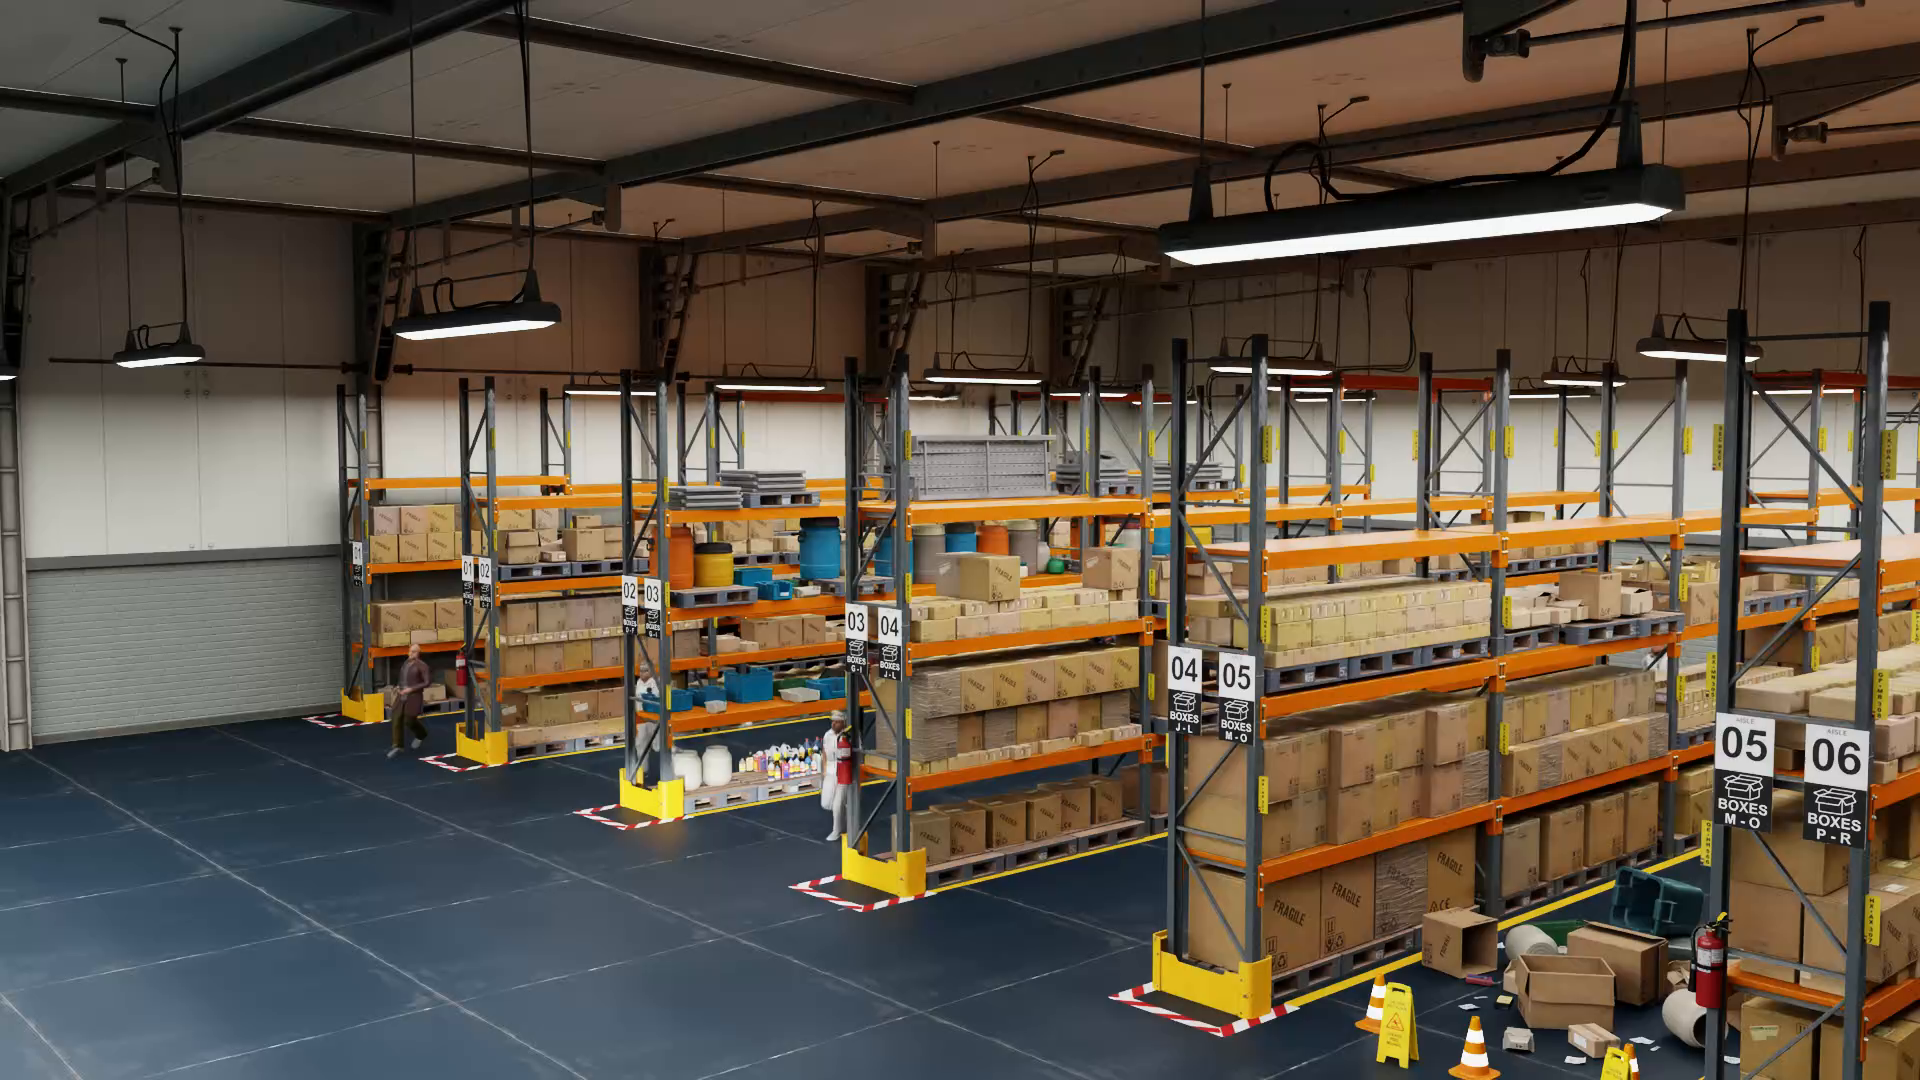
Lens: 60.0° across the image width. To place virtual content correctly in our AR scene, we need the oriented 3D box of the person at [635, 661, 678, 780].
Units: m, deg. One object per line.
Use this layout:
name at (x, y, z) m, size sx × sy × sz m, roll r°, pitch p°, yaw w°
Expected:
person at (-4.599, 2.668, 24.817) m, size 0.686 × 1.776 × 0.925 m, roll 2°, pitch 4°, yaw 32°

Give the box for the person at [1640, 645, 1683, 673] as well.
person at (11.746, 2.468, 27.856) m, size 0.694 × 1.707 × 0.672 m, roll 3°, pitch 5°, yaw 37°

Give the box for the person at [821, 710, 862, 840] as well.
person at (-1.516, 2.962, 21.106) m, size 0.588 × 1.658 × 0.547 m, roll 2°, pitch 4°, yaw 23°

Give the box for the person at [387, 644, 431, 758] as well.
person at (-8.729, 2.550, 26.587) m, size 0.726 × 1.775 × 0.900 m, roll 2°, pitch 4°, yaw 23°
